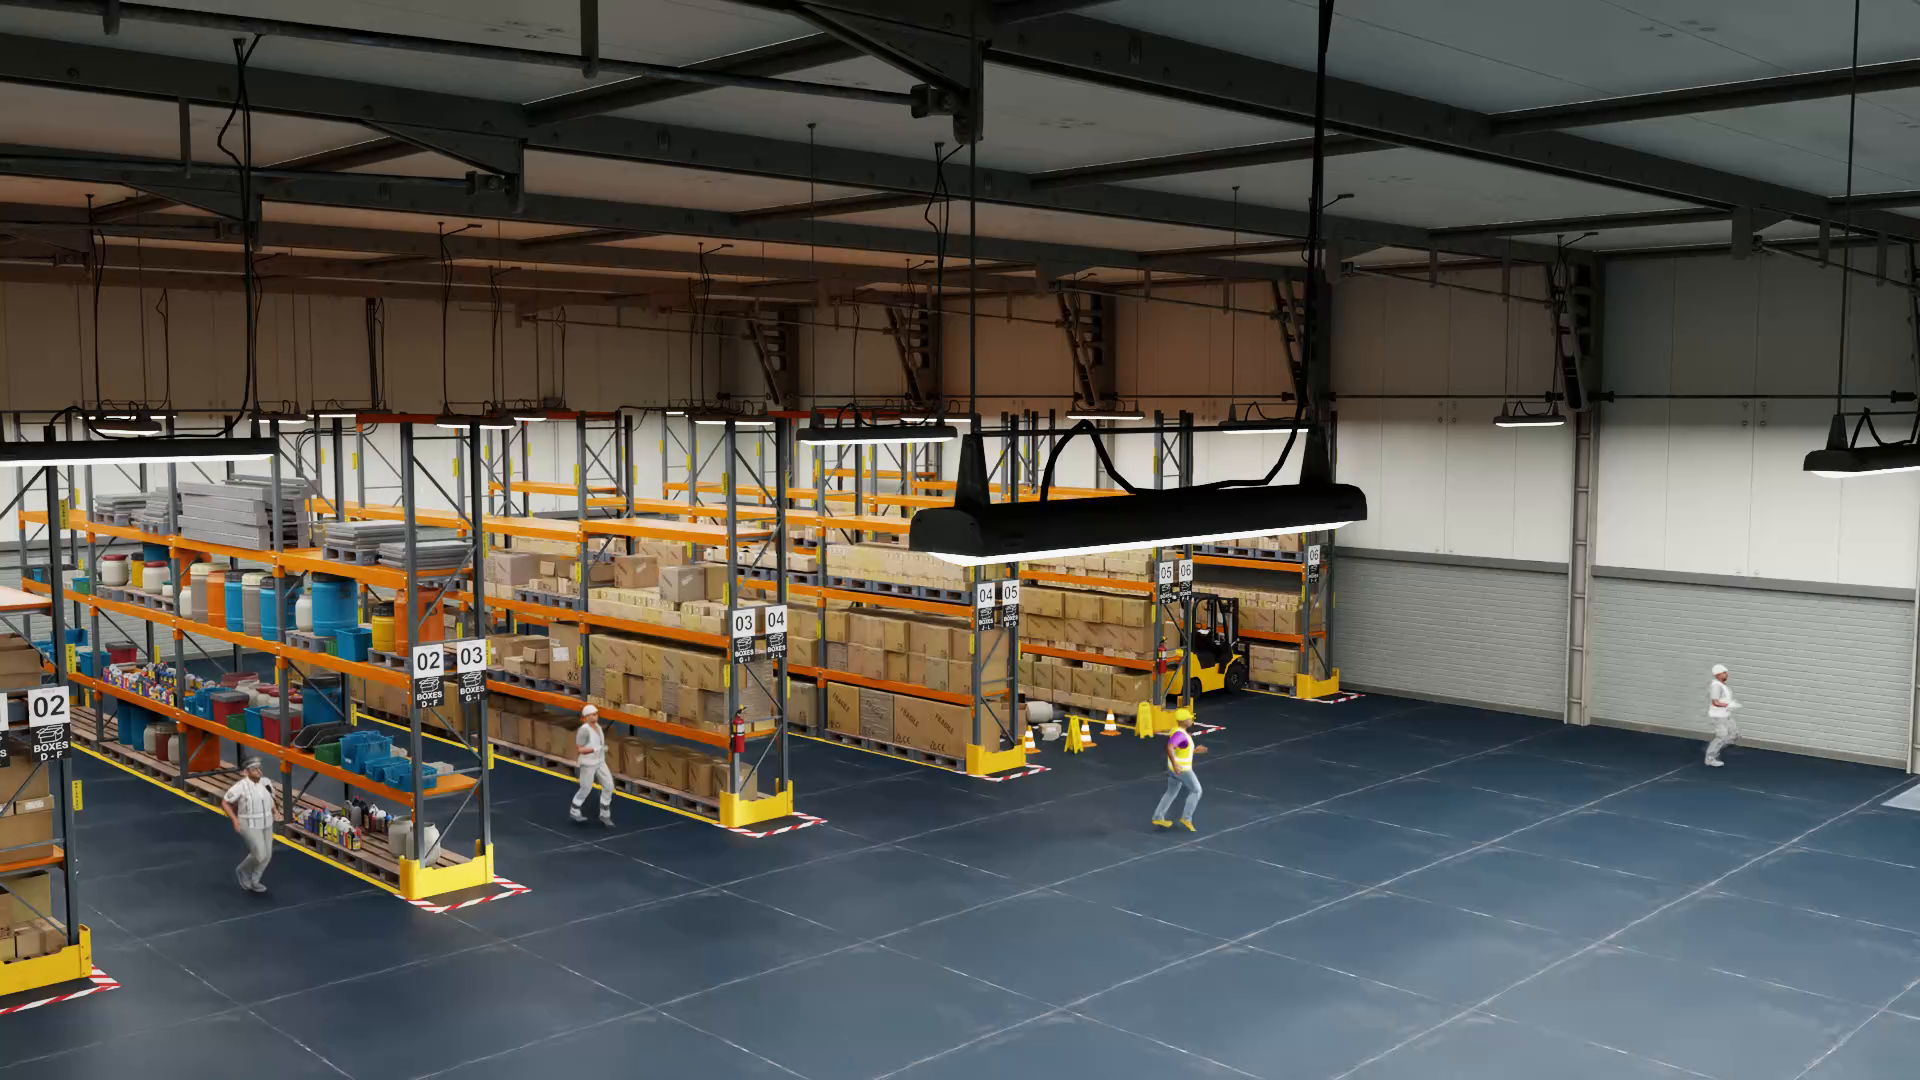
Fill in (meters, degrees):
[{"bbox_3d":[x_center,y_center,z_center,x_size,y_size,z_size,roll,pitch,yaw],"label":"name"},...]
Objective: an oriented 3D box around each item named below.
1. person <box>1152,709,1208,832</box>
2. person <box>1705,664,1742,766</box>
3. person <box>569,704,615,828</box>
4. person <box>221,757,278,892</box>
[{"bbox_3d":[3.215,3.359,24.165,0.834,1.815,0.670,-1,5,-9],"label":"person"},{"bbox_3d":[13.012,2.990,28.310,0.608,1.746,0.665,4,6,36],"label":"person"},{"bbox_3d":[-5.406,3.325,24.384,0.793,1.848,0.633,3,6,27],"label":"person"},{"bbox_3d":[-8.914,3.621,21.120,0.594,1.740,0.641,3,6,31],"label":"person"}]
